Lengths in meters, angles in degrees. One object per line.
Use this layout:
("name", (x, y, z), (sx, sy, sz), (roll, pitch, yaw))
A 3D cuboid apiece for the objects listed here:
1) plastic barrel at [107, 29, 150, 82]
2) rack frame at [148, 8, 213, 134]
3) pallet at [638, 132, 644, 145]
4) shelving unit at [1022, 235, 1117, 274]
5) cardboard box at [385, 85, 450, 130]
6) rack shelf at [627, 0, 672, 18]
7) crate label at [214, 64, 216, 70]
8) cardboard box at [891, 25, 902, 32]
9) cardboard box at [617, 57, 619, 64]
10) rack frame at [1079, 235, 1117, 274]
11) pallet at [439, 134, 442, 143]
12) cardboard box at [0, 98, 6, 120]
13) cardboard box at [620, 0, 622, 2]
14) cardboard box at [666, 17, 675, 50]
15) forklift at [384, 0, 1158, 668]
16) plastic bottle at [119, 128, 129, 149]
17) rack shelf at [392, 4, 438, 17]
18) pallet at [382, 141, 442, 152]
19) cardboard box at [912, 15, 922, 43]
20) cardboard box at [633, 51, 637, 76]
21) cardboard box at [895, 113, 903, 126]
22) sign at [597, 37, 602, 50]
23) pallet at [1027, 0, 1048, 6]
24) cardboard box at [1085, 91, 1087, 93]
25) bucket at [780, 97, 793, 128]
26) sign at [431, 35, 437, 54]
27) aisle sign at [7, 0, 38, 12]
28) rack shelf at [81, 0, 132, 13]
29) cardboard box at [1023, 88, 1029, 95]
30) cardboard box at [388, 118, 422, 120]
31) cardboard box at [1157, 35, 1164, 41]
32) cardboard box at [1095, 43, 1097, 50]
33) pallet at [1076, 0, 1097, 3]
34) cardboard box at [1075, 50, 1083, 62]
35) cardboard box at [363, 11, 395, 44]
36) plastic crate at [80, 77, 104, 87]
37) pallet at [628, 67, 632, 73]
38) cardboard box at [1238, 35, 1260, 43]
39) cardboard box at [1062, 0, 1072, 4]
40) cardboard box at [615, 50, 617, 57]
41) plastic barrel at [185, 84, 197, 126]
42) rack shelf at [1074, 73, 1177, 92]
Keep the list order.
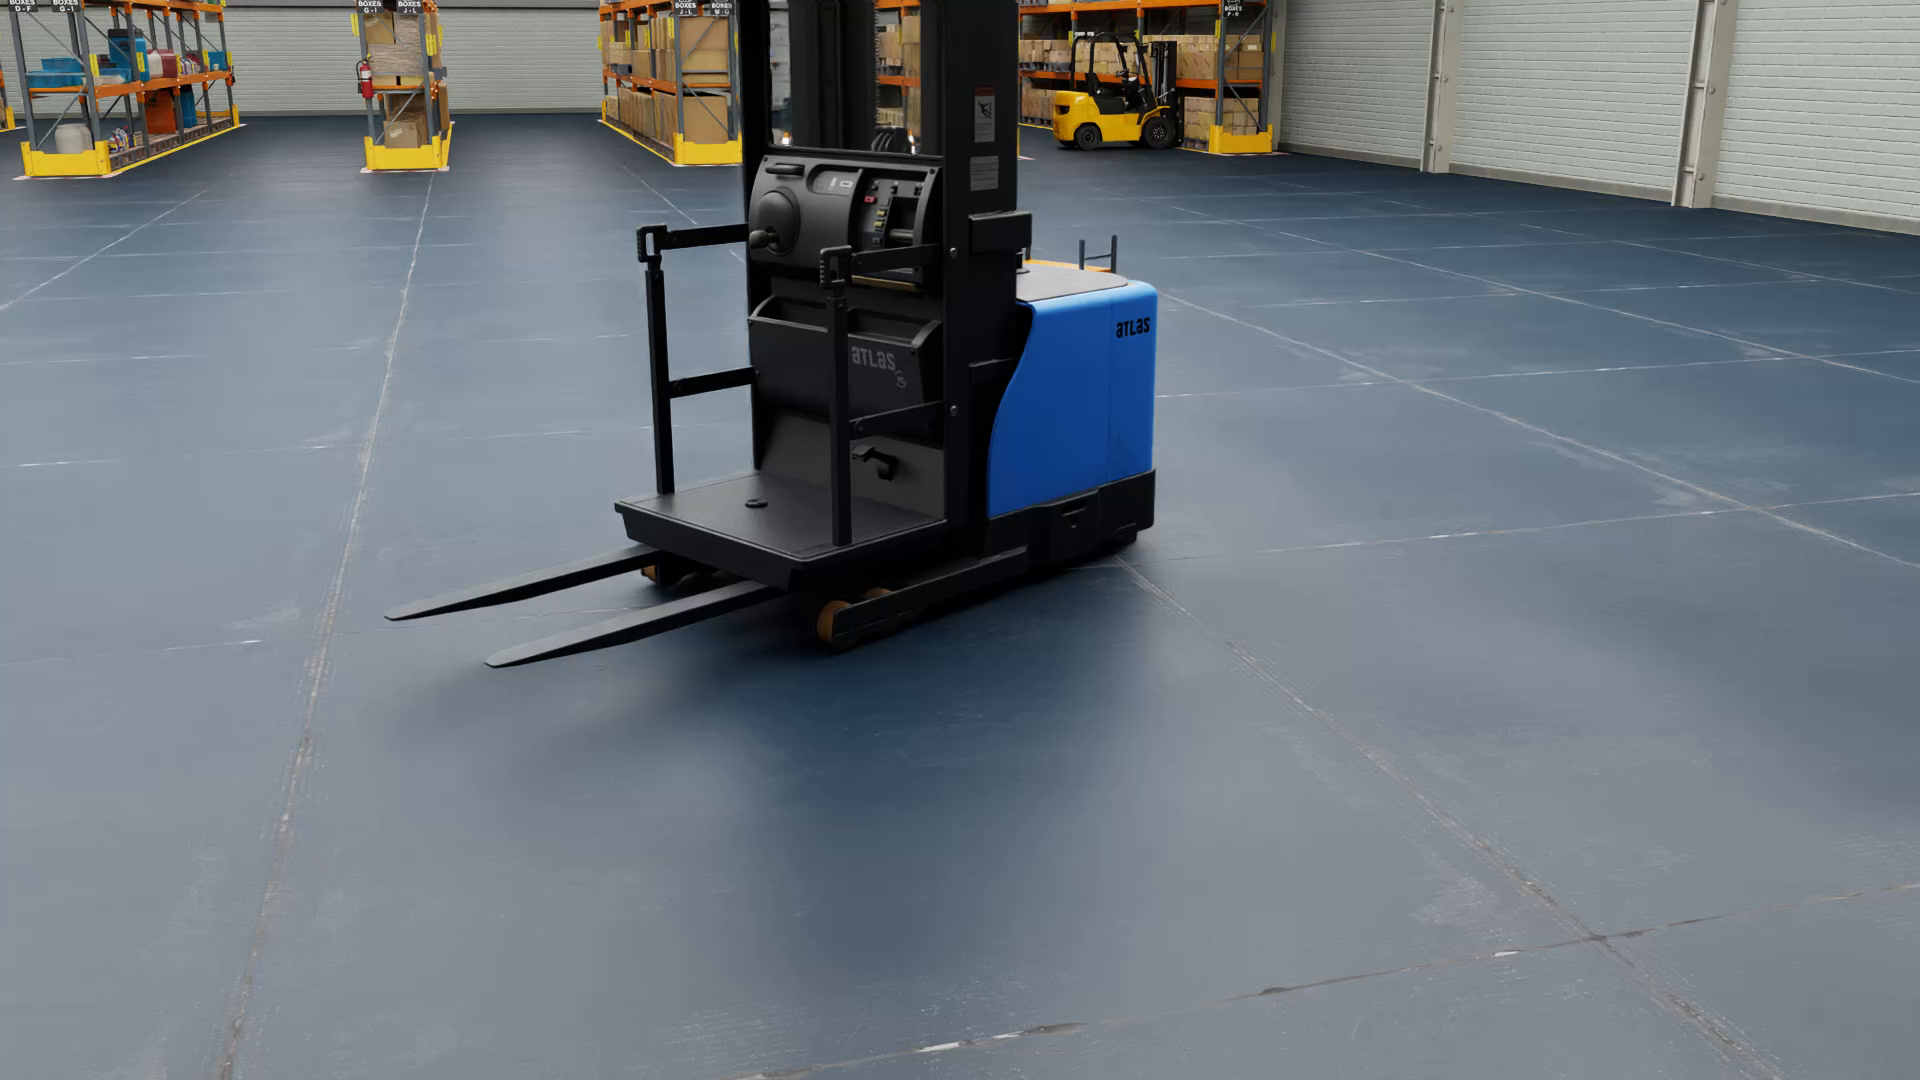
("plastic barrel", (-14.744, -8.598, 29.489), (0.600, 0.901, 0.708), (-5, 17, -15))
("rack frame", (-17.128, -10.440, 36.493), (1.000, 3.000, 0.127), (-5, 17, -15))
("pallet", (-5.994, -8.193, 33.859), (1.003, 0.211, 1.213), (-5, 17, -15))
("shelving unit", (0.409, -0.756, 7.383), (0.503, 1.200, 0.258), (15, 22, 41))
("cardboard box", (-11.436, -9.101, 34.999), (1.225, 0.875, 0.875), (-6, 18, -18))
("rack shelf", (-5.920, -10.628, 33.155), (1.077, 0.370, 4.000), (-5, 17, -15))
("crate label", (-17.663, -11.081, 38.981), (0.396, 0.136, 0.243), (-5, 17, -15))
("cardboard box", (-1.184, -10.403, 33.824), (0.380, 0.149, 0.250), (-5, 17, -17))
("cardboard box", (-7.325, -10.553, 36.578), (0.380, 0.149, 0.250), (-5, 18, -18))
("rack frame", (0.587, -0.708, 7.223), (0.015, 1.200, 0.240), (15, 22, 41))
("pallet", (-10.721, -7.836, 32.673), (1.003, 0.211, 1.213), (-5, 17, -15))
("cardboard box", (-22.604, -10.038, 38.736), (0.500, 0.500, 0.500), (-5, 17, -15))
("cardboard box", (-7.154, -11.987, 36.257), (0.500, 0.500, 0.500), (-5, 17, -15))
("cardboard box", (-4.575, -8.716, 28.616), (0.875, 0.550, 0.550), (-5, 17, -15))
("forklift", (-0.575, -1.195, 5.836), (1.130, 2.935, 3.031), (15, 23, 41))
("plastic bottle", (-14.334, -6.871, 28.452), (0.144, 0.351, 0.185), (-5, 17, -16))
("rack shelf", (-12.915, -12.477, 39.310), (1.077, 0.370, 4.000), (-5, 17, -15))
("pallet", (-9.948, -7.100, 30.221), (1.003, 0.211, 1.213), (-5, 17, -15))
("cardboard box", (-0.495, -9.648, 31.429), (0.700, 0.500, 0.500), (-5, 17, -16))
("cardboard box", (-6.463, -9.851, 34.359), (0.500, 0.500, 0.500), (-5, 17, -16))
("cardboard box", (-0.785, -8.489, 33.838), (0.950, 0.372, 0.625), (-4, 17, -15))
("sign", (-9.190, -12.674, 42.424), (0.100, 0.325, 0.005), (-5, 17, -15))
("pallet", (2.334, -12.882, 39.737), (1.213, 0.211, 1.003), (-5, 17, -15))
("cardboard box", (3.143, -10.461, 39.051), (0.380, 0.149, 0.250), (-4, 17, -14))
("bucket", (-3.116, -8.287, 32.376), (0.726, 0.611, 0.620), (1, 7, 4))
("sign", (-9.647, -9.078, 30.455), (0.100, 0.325, 0.005), (-5, 17, -15))
("aisle sign", (-14.096, -8.322, 24.924), (0.394, 0.787, 0.004), (-5, 17, -15))
("rack shelf", (-14.380, -8.766, 26.956), (1.077, 0.370, 4.000), (-5, 17, -15))
("cardboard box", (1.777, -11.203, 41.520), (0.380, 0.149, 0.250), (-4, 17, -13))
("cardboard box", (-9.574, -7.027, 28.748), (0.500, 0.500, 0.500), (-3, 17, -10))
("cardboard box", (4.145, -9.970, 33.112), (0.380, 0.149, 0.250), (-4, 17, -14))
("cardboard box", (3.190, -10.868, 36.616), (0.380, 0.149, 0.250), (-5, 17, -15))
("pallet", (3.306, -12.067, 37.025), (1.213, 0.211, 1.003), (-4, 17, -13))
("cardboard box", (2.897, -10.925, 37.501), (0.500, 0.250, 0.500), (-5, 17, -15))
("cardboard box", (-9.456, -8.314, 26.986), (0.500, 0.500, 0.500), (-5, 17, -15))
("plastic crate", (-13.766, -7.267, 26.389), (0.298, 0.136, 0.250), (-5, 17, -15))
("pallet", (-7.053, -10.541, 37.165), (1.003, 0.211, 1.213), (-5, 17, -15))
("cardboard box", (5.345, -9.300, 30.879), (0.380, 0.149, 0.250), (-5, 17, -16))
("cardboard box", (2.659, -12.389, 38.030), (0.500, 0.250, 0.500), (-5, 18, -17))
("cardboard box", (-7.471, -10.841, 37.018), (0.380, 0.149, 0.250), (-5, 17, -16))
("plastic barrel", (-16.995, -9.484, 36.229), (0.600, 0.901, 0.708), (-5, 17, -15))
("rack shelf", (3.583, -10.004, 36.293), (1.077, 0.370, 4.000), (-5, 17, -15))
